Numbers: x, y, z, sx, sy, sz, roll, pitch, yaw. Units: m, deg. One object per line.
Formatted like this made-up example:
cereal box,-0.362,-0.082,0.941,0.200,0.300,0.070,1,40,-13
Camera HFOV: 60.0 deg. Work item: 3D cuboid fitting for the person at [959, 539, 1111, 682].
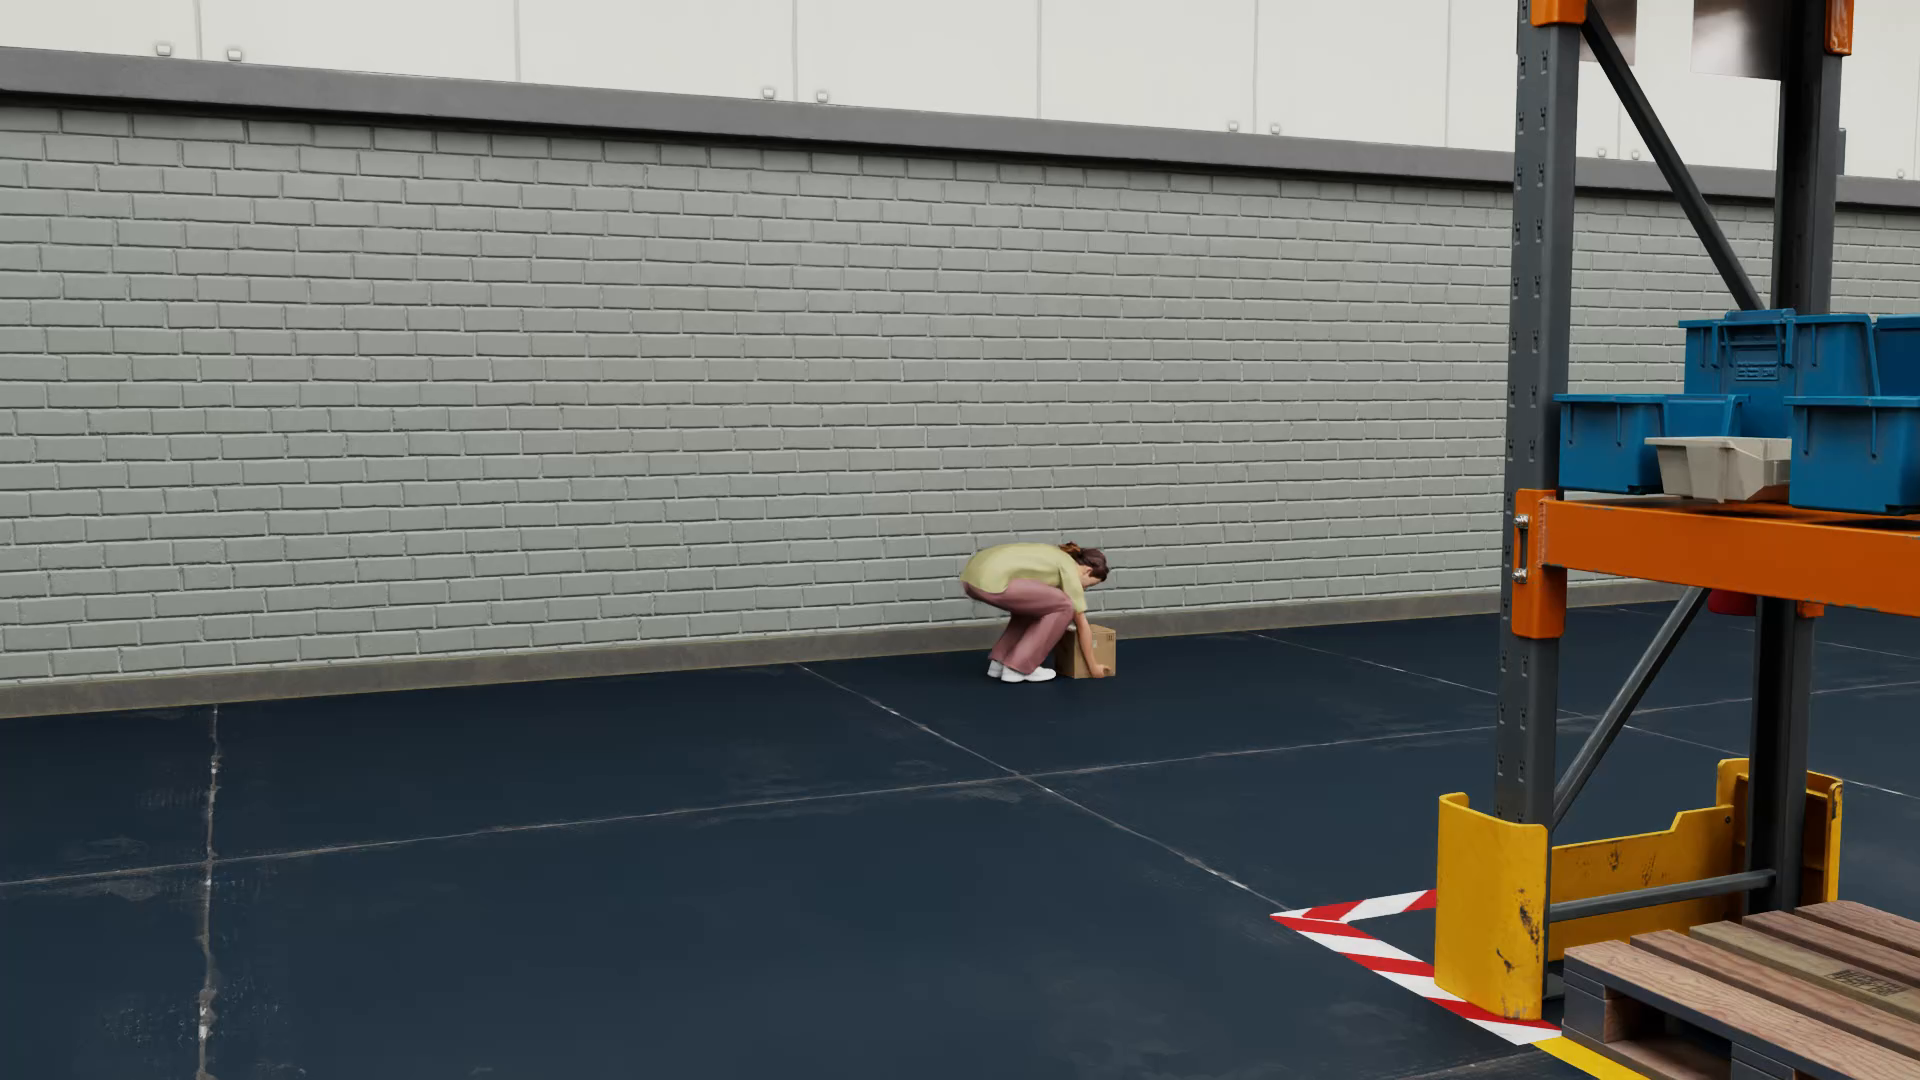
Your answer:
person,0.418,0.386,8.967,0.866,0.747,0.440,-3,6,-25
